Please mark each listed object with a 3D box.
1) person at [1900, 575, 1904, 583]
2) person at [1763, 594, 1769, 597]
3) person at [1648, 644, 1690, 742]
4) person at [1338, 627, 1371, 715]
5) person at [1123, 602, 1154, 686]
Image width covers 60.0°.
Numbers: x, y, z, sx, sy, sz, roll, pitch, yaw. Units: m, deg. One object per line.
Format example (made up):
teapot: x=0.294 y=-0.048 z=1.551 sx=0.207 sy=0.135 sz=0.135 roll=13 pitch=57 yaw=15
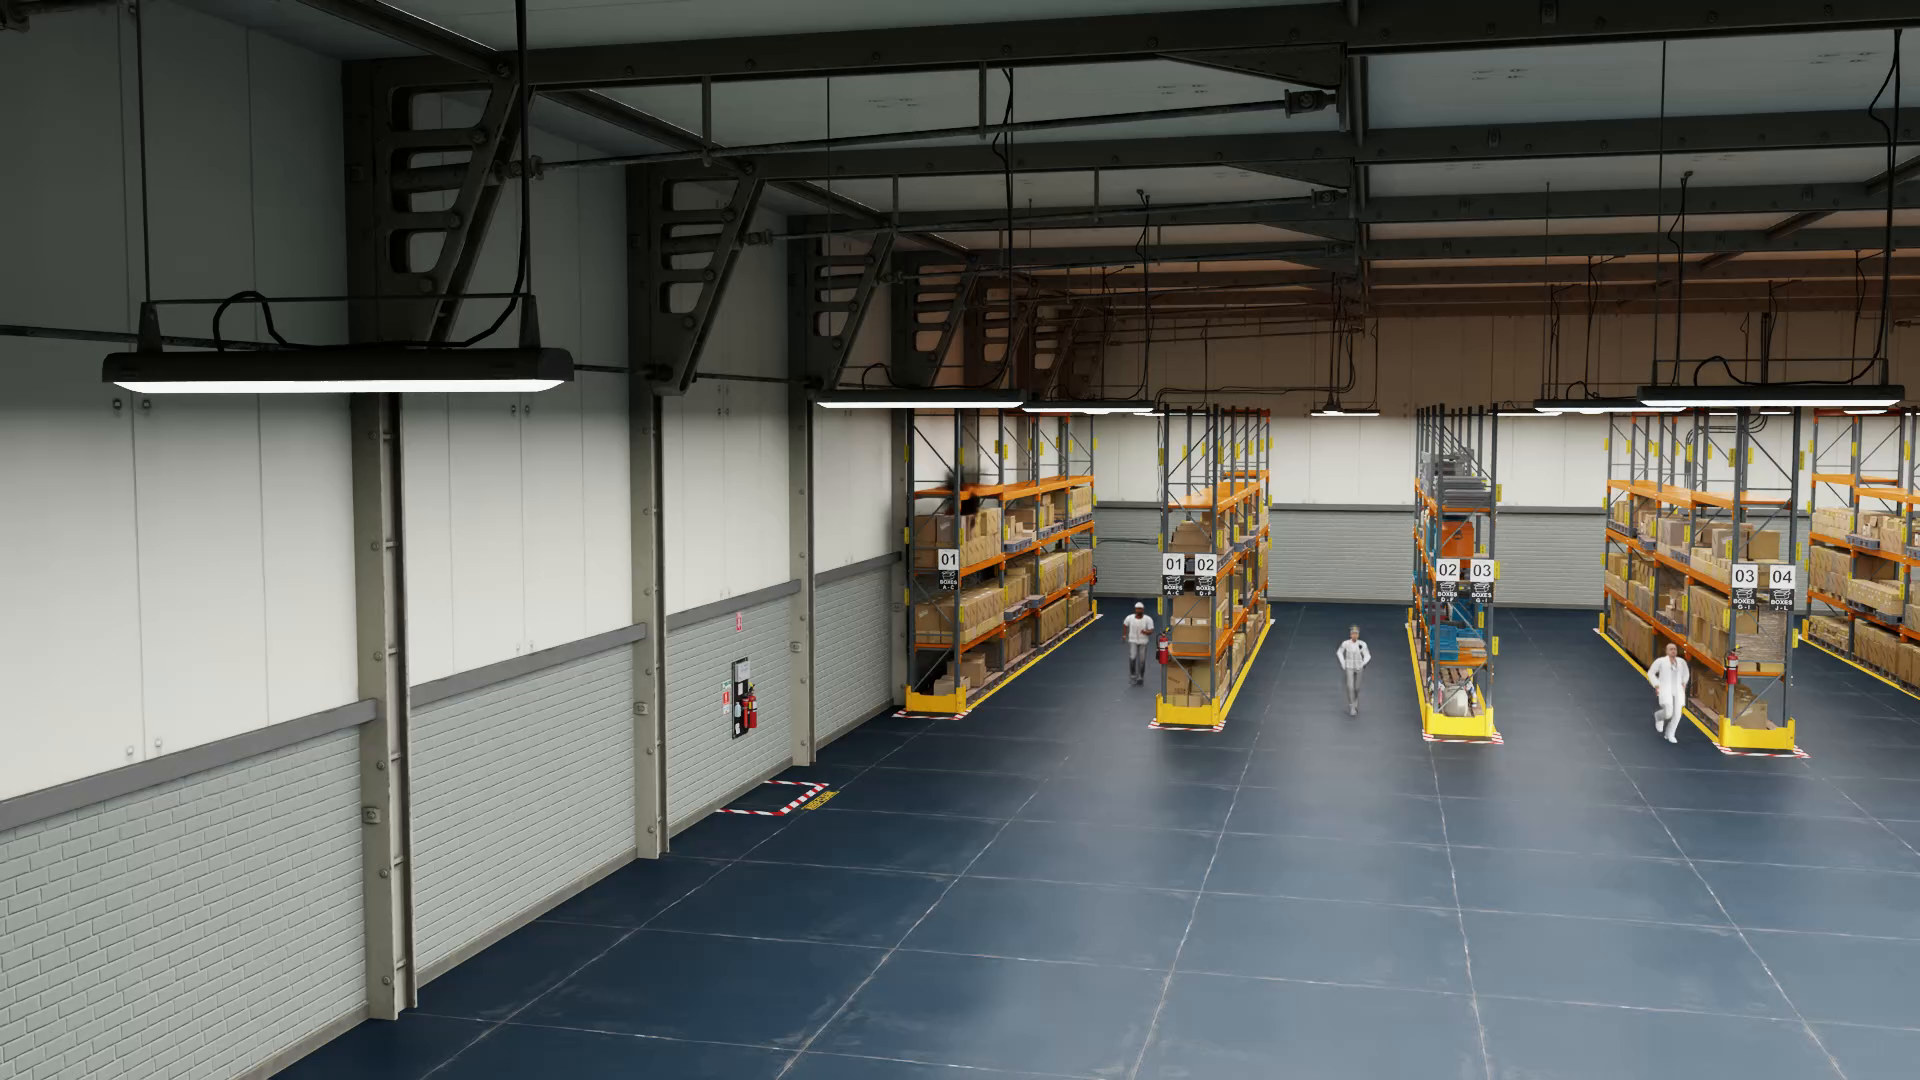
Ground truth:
person: x=23.985 y=1.731 z=42.529 sx=0.699 sy=1.731 sz=0.615 roll=0 pitch=4 yaw=4
person: x=20.519 y=1.824 z=42.469 sx=0.603 sy=1.645 sz=0.602 roll=2 pitch=4 yaw=21
person: x=12.654 y=2.708 z=29.640 sx=0.709 sy=1.737 sz=0.640 roll=0 pitch=4 yaw=3
person: x=7.696 y=2.525 z=32.479 sx=0.625 sy=1.703 sz=0.799 roll=1 pitch=4 yaw=10
person: x=3.837 y=2.239 z=35.819 sx=0.671 sy=1.801 sz=0.728 roll=1 pitch=4 yaw=7
